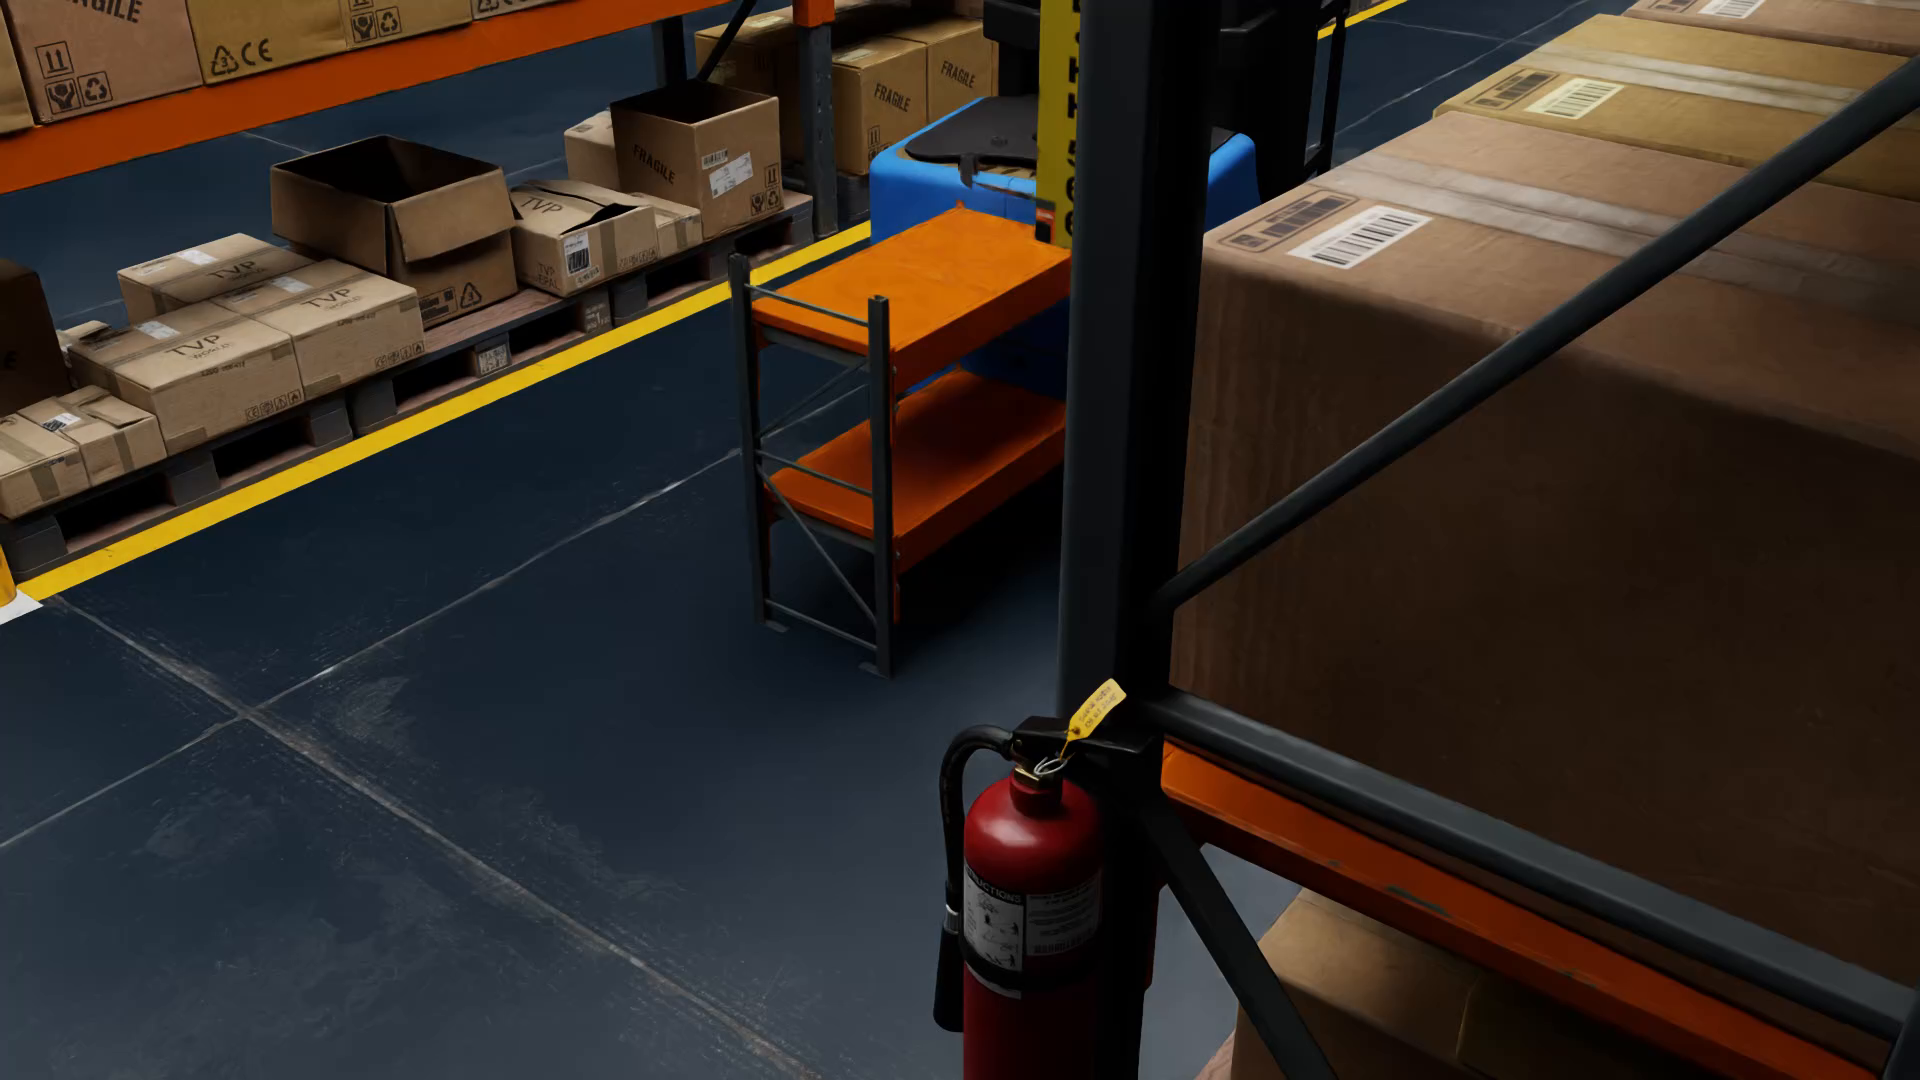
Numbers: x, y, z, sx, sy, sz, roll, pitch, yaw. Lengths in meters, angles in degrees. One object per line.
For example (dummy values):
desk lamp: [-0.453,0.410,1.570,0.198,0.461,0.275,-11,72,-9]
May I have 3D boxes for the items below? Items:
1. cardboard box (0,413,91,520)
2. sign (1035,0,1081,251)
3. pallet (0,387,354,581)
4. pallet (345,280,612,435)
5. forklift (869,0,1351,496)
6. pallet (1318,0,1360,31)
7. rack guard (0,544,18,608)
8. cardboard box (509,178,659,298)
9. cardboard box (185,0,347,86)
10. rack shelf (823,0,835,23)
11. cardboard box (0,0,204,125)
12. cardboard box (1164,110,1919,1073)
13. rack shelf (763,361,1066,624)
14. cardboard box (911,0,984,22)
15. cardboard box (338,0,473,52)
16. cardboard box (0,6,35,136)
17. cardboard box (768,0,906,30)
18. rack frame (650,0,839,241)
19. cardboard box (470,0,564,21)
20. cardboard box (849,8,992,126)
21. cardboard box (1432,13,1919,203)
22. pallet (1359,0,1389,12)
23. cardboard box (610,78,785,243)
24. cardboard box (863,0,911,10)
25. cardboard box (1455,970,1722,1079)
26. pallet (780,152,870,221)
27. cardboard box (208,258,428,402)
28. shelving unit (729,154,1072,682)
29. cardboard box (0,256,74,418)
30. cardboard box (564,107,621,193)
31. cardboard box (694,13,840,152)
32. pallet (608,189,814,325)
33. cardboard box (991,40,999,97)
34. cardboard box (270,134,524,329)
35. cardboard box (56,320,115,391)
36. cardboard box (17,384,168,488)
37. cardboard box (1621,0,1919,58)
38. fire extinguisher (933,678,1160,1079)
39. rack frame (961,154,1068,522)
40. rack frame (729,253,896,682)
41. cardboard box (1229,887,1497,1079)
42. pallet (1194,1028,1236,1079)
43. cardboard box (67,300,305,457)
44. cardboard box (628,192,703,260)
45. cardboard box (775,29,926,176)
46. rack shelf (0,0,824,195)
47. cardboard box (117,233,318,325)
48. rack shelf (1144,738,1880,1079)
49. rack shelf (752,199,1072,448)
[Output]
cardboard box: [-2.878,-0.228,5.058,0.380,0.149,0.250,21,37,31]
sign: [0.123,-0.451,1.700,0.100,0.325,0.005,21,37,31]
pallet: [-2.878,-0.356,5.645,1.003,0.211,1.213,21,37,31]
pallet: [-2.141,-0.850,6.478,1.003,0.211,1.213,21,37,31]
forklift: [0.819,-2.080,5.885,1.130,2.935,3.031,15,34,23]
pallet: [1.952,-3.576,11.076,1.003,0.211,1.213,21,37,31]
rack guard: [-3.359,-0.156,5.024,1.175,0.500,0.348,21,37,31]
cardboard box: [-1.561,-1.236,6.598,0.500,0.311,0.500,21,37,31]
cardboard box: [-2.314,-1.758,5.175,0.500,0.500,0.500,21,37,31]
rack shelf: [0.217,-3.330,8.633,1.077,0.370,4.000,21,37,31]
cardboard box: [-2.619,-1.554,4.833,0.500,0.500,0.500,21,36,31]
cardboard box: [0.847,-0.017,2.043,0.980,0.700,0.700,23,38,33]
rack shelf: [-0.089,-0.174,4.917,0.538,0.278,1.000,21,36,30]
cardboard box: [0.100,-2.791,8.303,0.500,0.250,0.500,21,37,31]
cardboard box: [-2.011,-1.960,5.517,0.500,0.500,0.500,22,37,32]
cardboard box: [-2.927,-1.343,4.476,0.500,0.500,0.500,22,37,32]
cardboard box: [-0.616,-2.428,8.425,0.500,0.500,0.500,21,37,31]
rack frame: [-0.990,-2.827,7.078,1.000,3.000,0.127,21,37,31]
cardboard box: [-1.706,-2.168,5.868,0.500,0.500,0.500,22,37,32]
cardboard box: [-0.191,-2.283,8.180,0.500,0.500,0.500,22,37,32]
cardboard box: [1.277,-0.316,2.548,0.980,0.700,0.700,21,36,31]
pallet: [2.689,-4.069,11.909,1.003,0.211,1.213,21,37,31]
cardboard box: [-1.108,-1.622,7.065,0.500,0.500,0.500,21,37,31]
cardboard box: [-0.313,-2.631,8.768,0.500,0.500,0.500,22,37,32]
cardboard box: [0.974,0.735,2.472,0.380,0.149,0.250,21,37,32]
pallet: [-0.529,-1.969,8.366,1.003,0.211,1.213,21,37,31]
cardboard box: [-2.247,-0.747,5.835,0.500,0.250,0.500,21,37,31]
shelving unit: [-0.087,-0.384,4.791,0.538,1.125,1.048,21,36,30]
cardboard box: [-3.273,-0.612,5.360,0.500,0.500,0.500,21,37,31]
cardboard box: [-1.416,-1.755,7.475,0.500,0.311,0.500,21,37,31]
cardboard box: [-0.921,-2.229,8.090,0.500,0.500,0.500,21,37,31]
pallet: [-1.405,-1.348,7.318,1.003,0.211,1.213,21,37,31]
cardboard box: [0.117,-2.483,8.518,0.500,0.500,0.500,22,37,32]
cardboard box: [-2.120,-1.177,6.311,0.797,0.503,0.637,21,37,31]
cardboard box: [-2.957,-0.605,5.676,0.380,0.166,0.250,21,37,31]
cardboard box: [-2.727,-0.337,5.225,0.380,0.166,0.250,21,37,31]
cardboard box: [1.745,-0.624,3.066,0.980,0.700,0.700,19,36,29]
fire extinguisher: [0.088,0.435,2.015,0.296,0.674,0.183,21,37,31]
rack frame: [0.211,-0.594,5.145,0.500,1.125,0.032,21,36,30]
rack frame: [-0.386,-0.174,4.437,0.500,1.125,0.032,21,36,30]
cardboard box: [0.890,0.902,2.827,0.700,0.500,0.500,21,37,31]
pallet: [0.967,1.173,3.064,1.003,0.211,1.213,21,37,31]
cardboard box: [-2.548,-0.544,5.492,0.500,0.250,0.500,21,37,31]
cardboard box: [-1.286,-1.300,6.866,0.380,0.149,0.250,21,37,31]
cardboard box: [-0.504,-2.062,7.808,0.500,0.500,0.500,19,36,29]
rack shelf: [-2.197,-1.704,5.889,1.077,0.370,4.000,21,37,31]
cardboard box: [-2.675,-0.881,6.060,0.500,0.250,0.500,21,37,31]
rack shelf: [1.754,-0.181,3.319,1.077,0.370,4.000,21,37,31]
rack shelf: [-0.086,-0.635,4.641,0.538,0.278,1.000,21,36,30]
